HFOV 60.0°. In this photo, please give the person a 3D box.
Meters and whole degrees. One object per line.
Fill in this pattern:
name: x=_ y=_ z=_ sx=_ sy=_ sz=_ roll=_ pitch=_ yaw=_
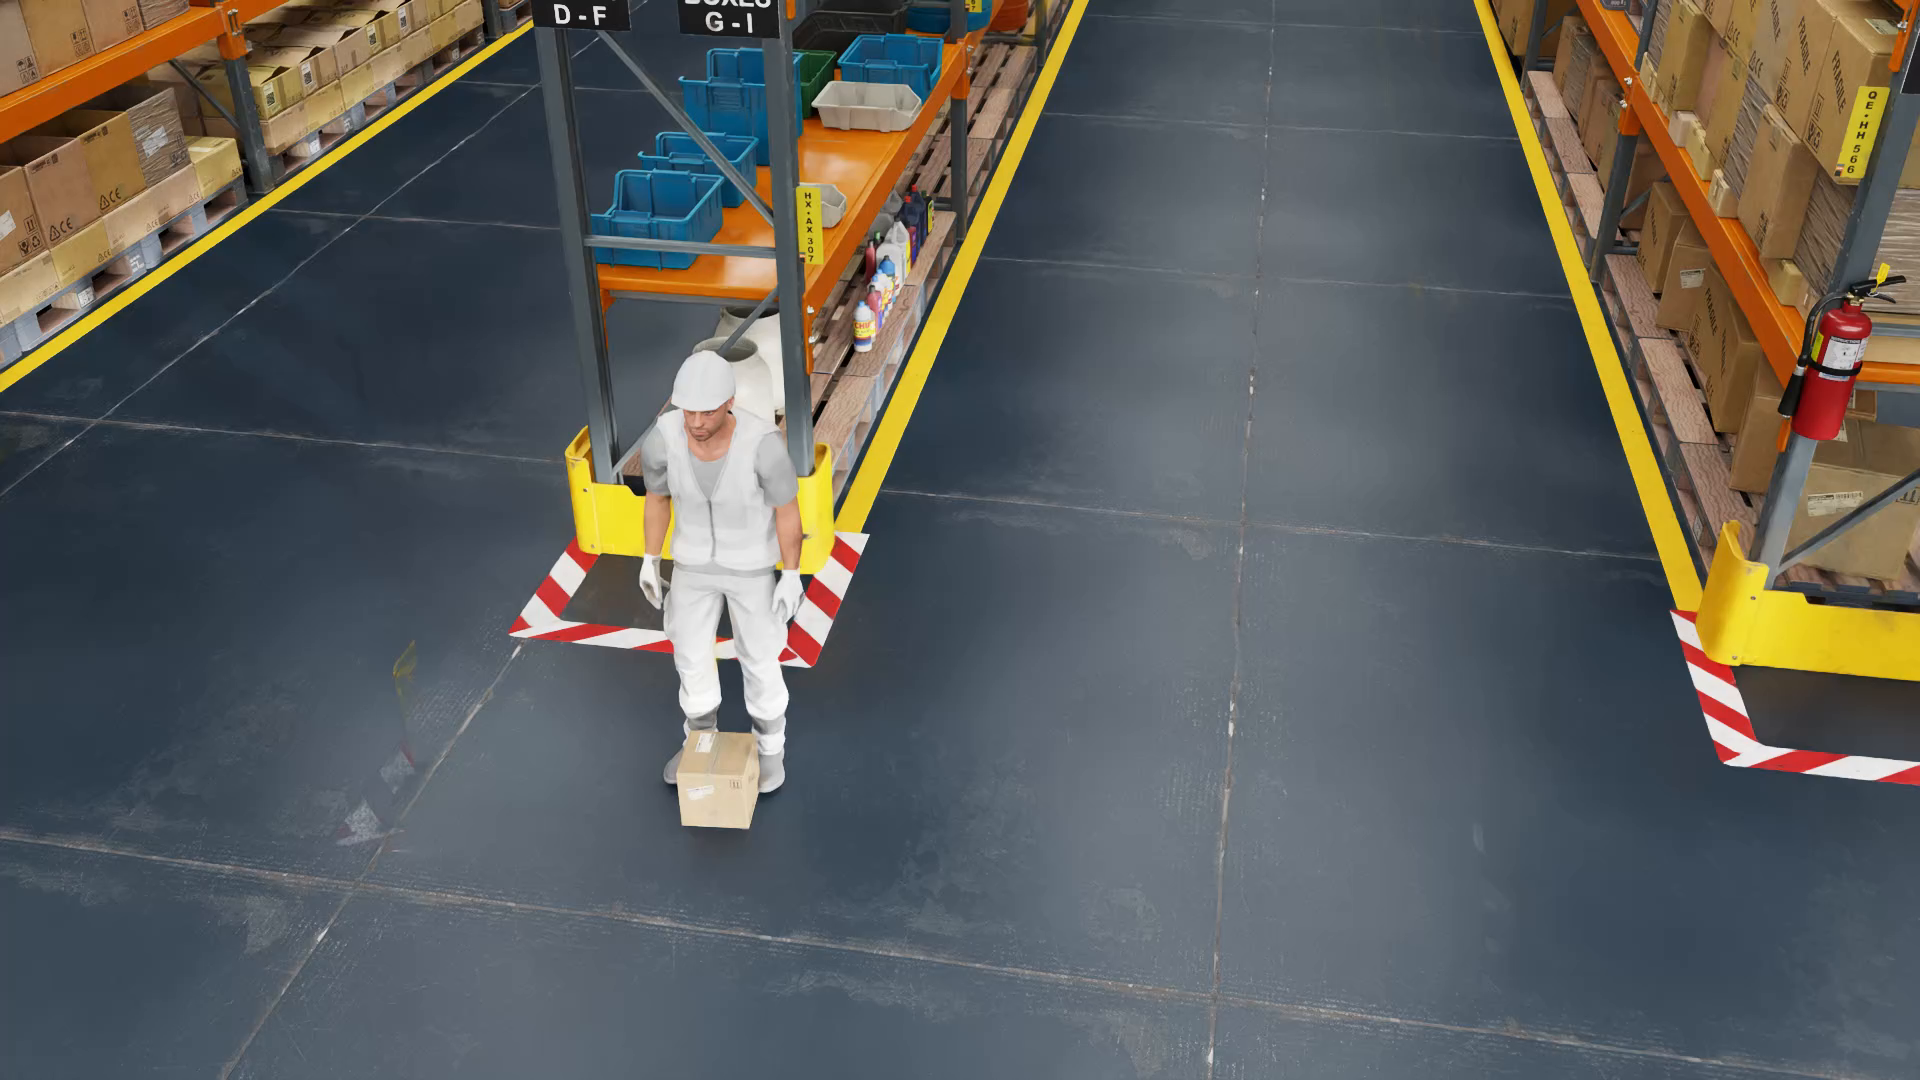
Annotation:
person: x=-0.849 y=0.117 z=5.935 sx=0.609 sy=1.779 sz=0.448 roll=5 pitch=33 yaw=9
